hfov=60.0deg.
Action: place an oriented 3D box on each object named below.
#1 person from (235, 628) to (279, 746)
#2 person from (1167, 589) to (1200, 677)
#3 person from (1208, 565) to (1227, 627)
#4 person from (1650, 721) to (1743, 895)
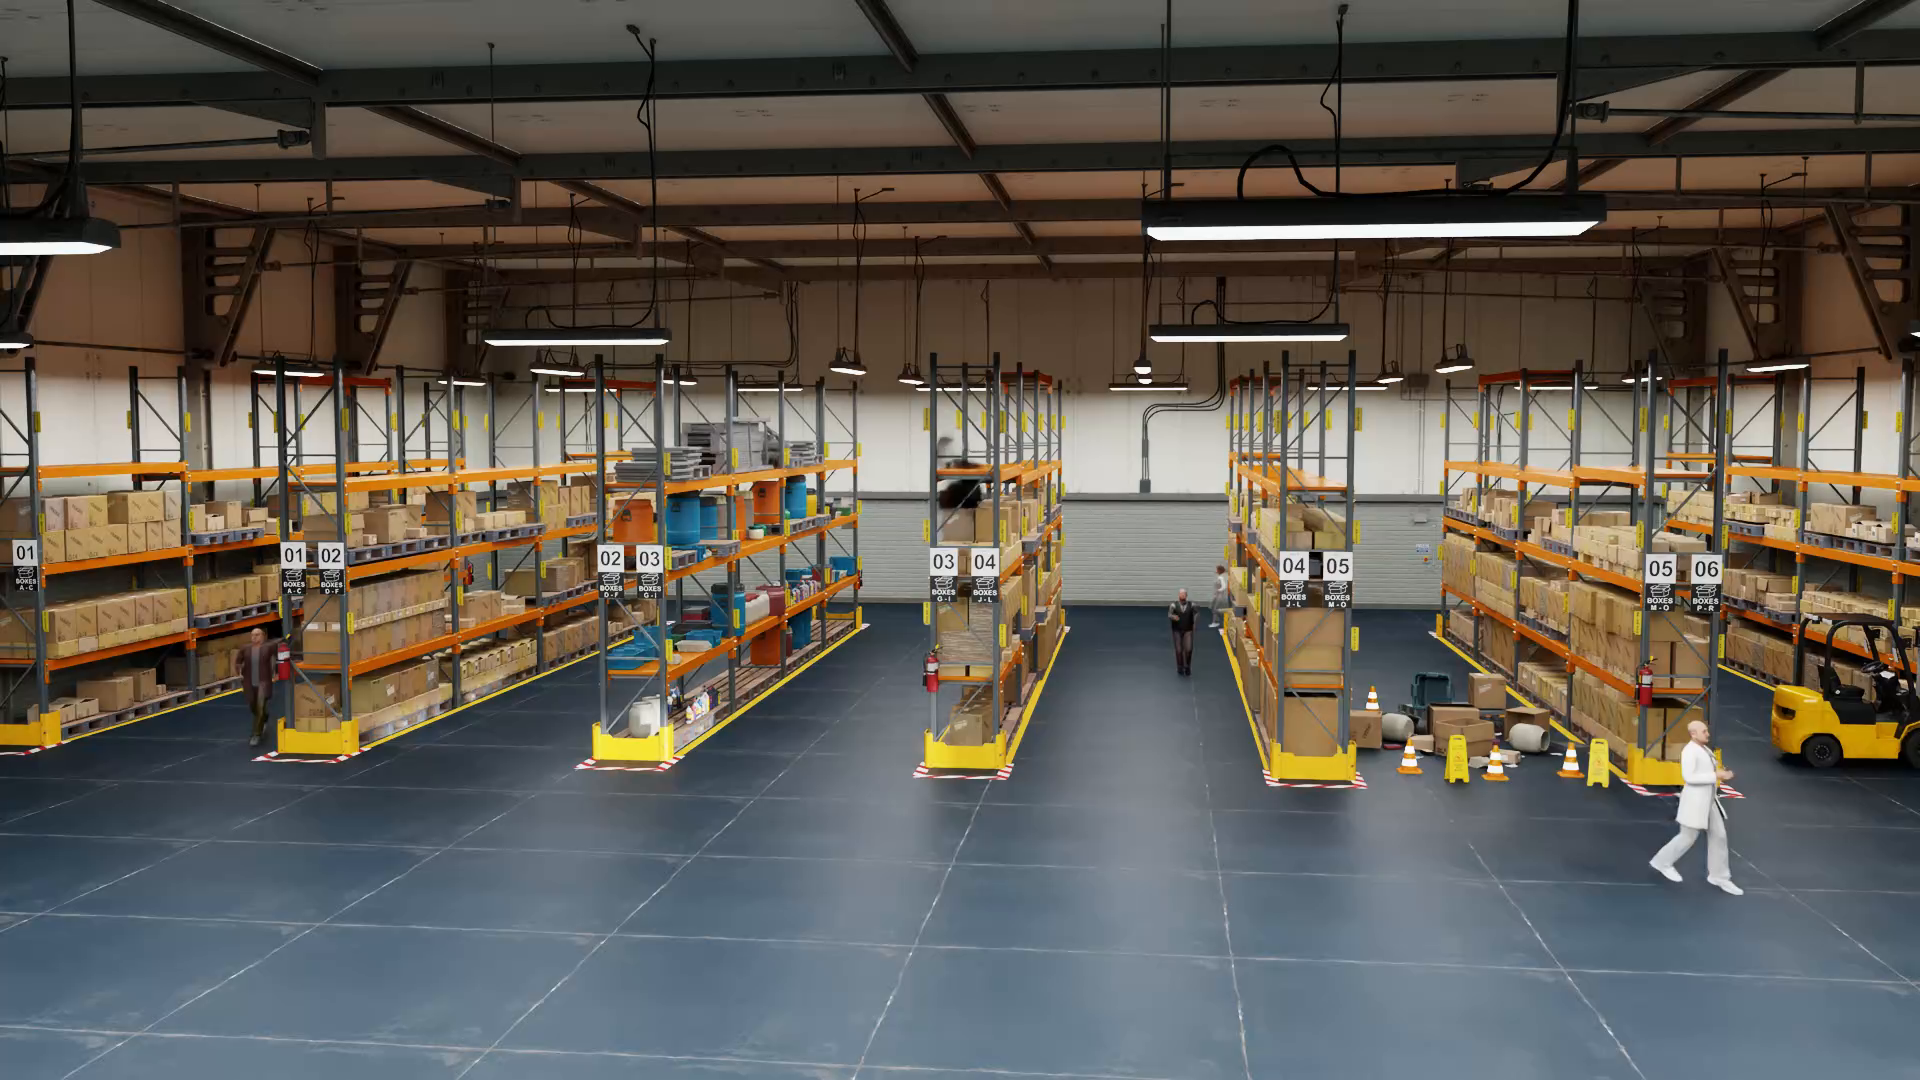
[{"bbox_3d":[-11.011,2.270,26.106,0.709,1.788,1.032,0,4,-5],"label":"person"},{"bbox_3d":[4.405,1.836,32.794,0.640,1.738,0.669,1,4,8],"label":"person"},{"bbox_3d":[6.397,1.380,40.549,0.620,1.550,0.584,0,4,4],"label":"person"},{"bbox_3d":[7.887,2.832,17.779,0.700,1.810,0.937,-4,6,-43],"label":"person"}]
